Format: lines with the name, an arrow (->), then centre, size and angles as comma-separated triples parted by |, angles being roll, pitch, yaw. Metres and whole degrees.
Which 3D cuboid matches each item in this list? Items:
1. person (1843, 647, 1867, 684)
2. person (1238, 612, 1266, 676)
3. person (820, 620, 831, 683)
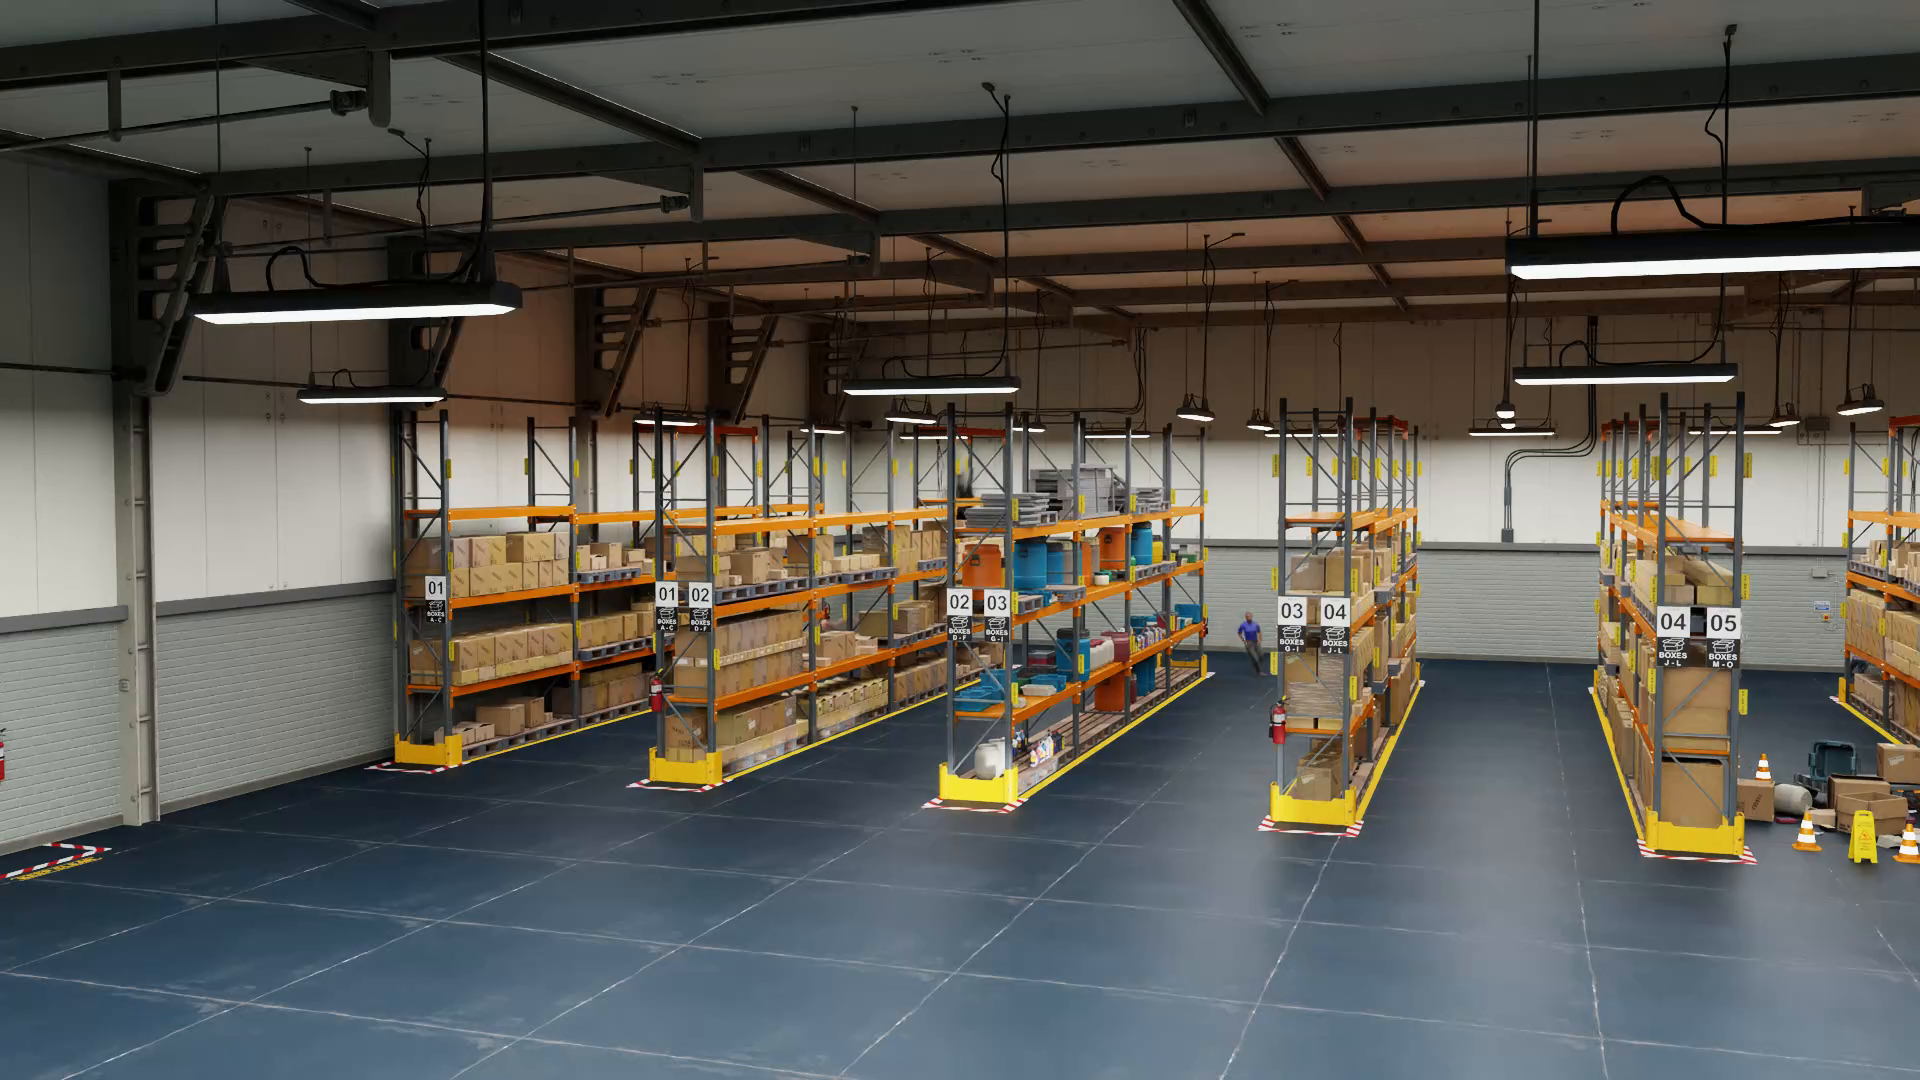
person -> 19.730, 2.634, 36.511 | 0.662, 1.592, 0.506 | 0, 2, 10
person -> 7.040, 2.507, 40.052 | 0.698, 1.542, 0.504 | 0, 2, -8
person -> -2.894, 2.590, 35.702 | 0.636, 1.754, 0.906 | 0, 2, 10
